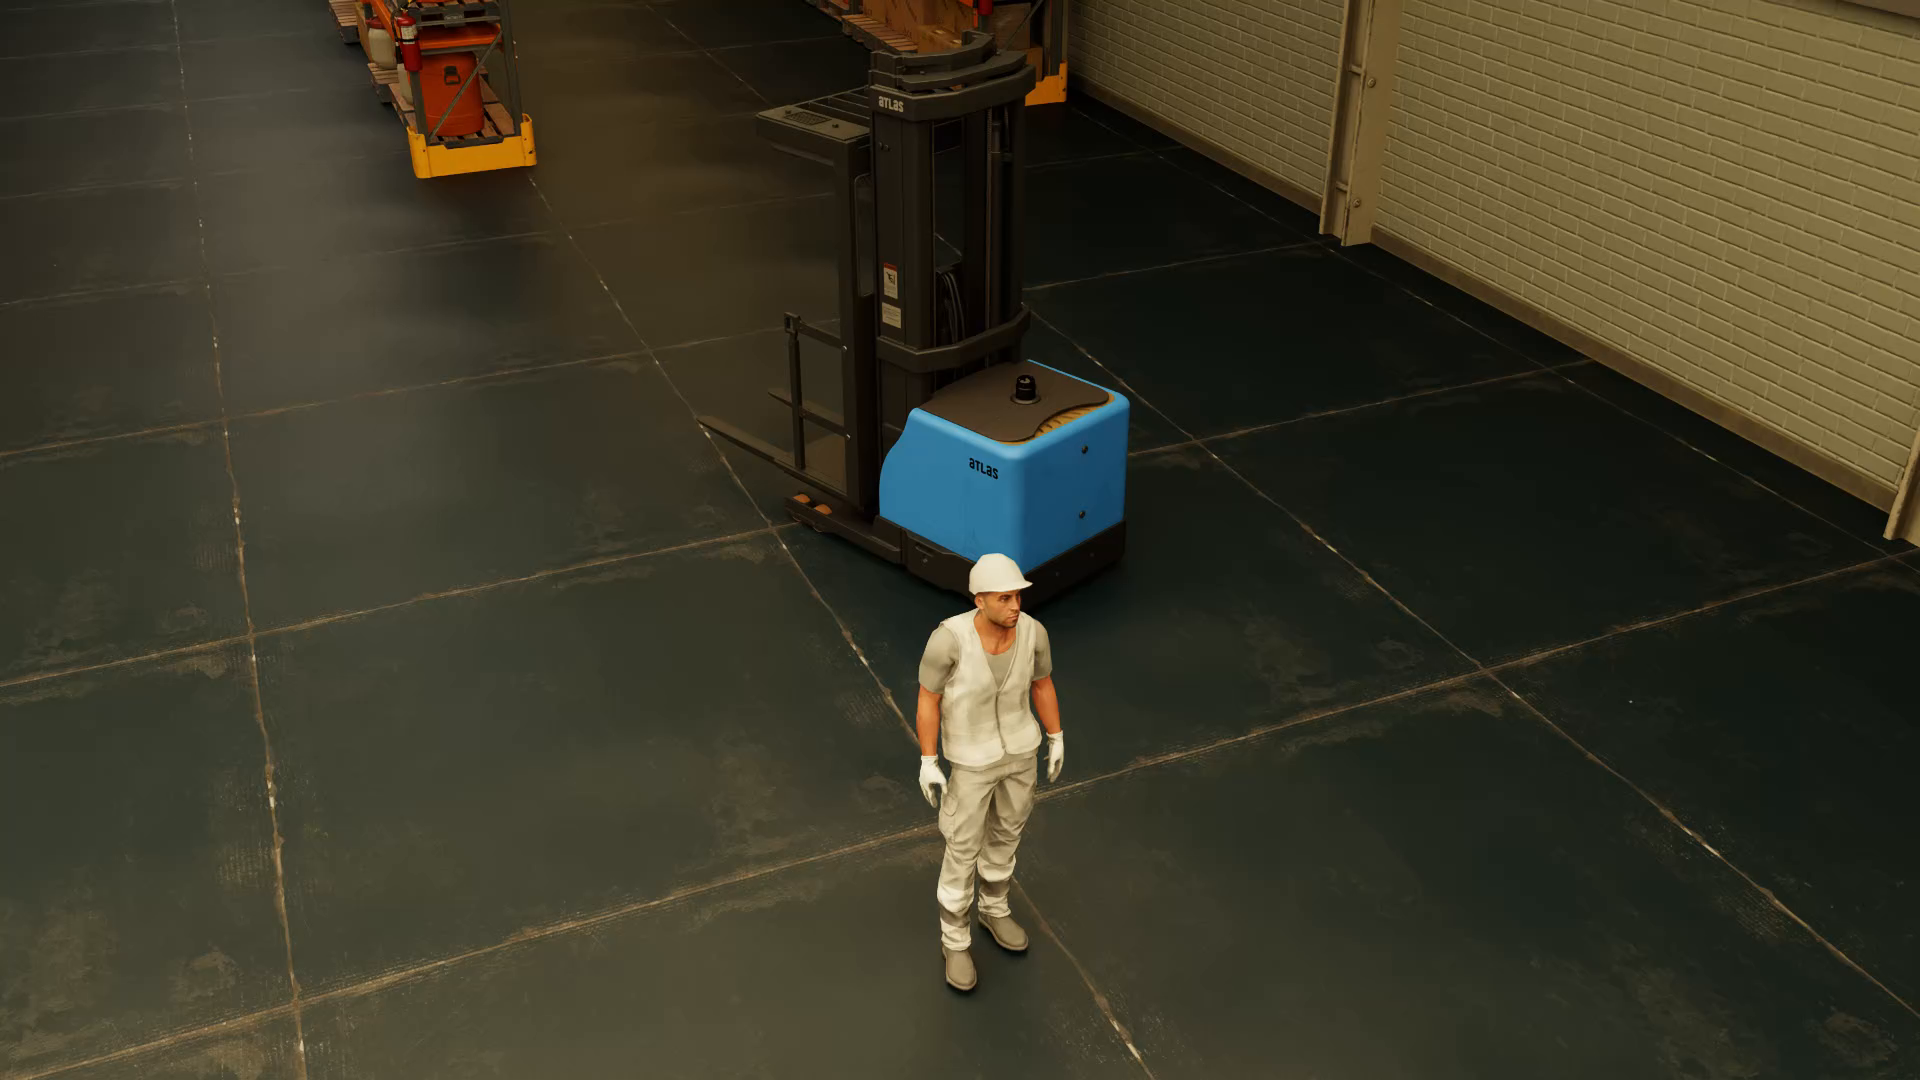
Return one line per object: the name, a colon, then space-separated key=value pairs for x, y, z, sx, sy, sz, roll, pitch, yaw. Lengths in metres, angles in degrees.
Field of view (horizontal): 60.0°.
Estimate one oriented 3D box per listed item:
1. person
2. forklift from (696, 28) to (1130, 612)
person: x=0.150 y=0.907 z=6.669 sx=0.637 sy=1.788 sz=0.564 roll=-13 pitch=32 yaw=-21
forklift: x=-0.436 y=-1.483 z=9.714 sx=3.031 sy=2.935 sz=1.130 roll=26 pitch=39 yaw=37
